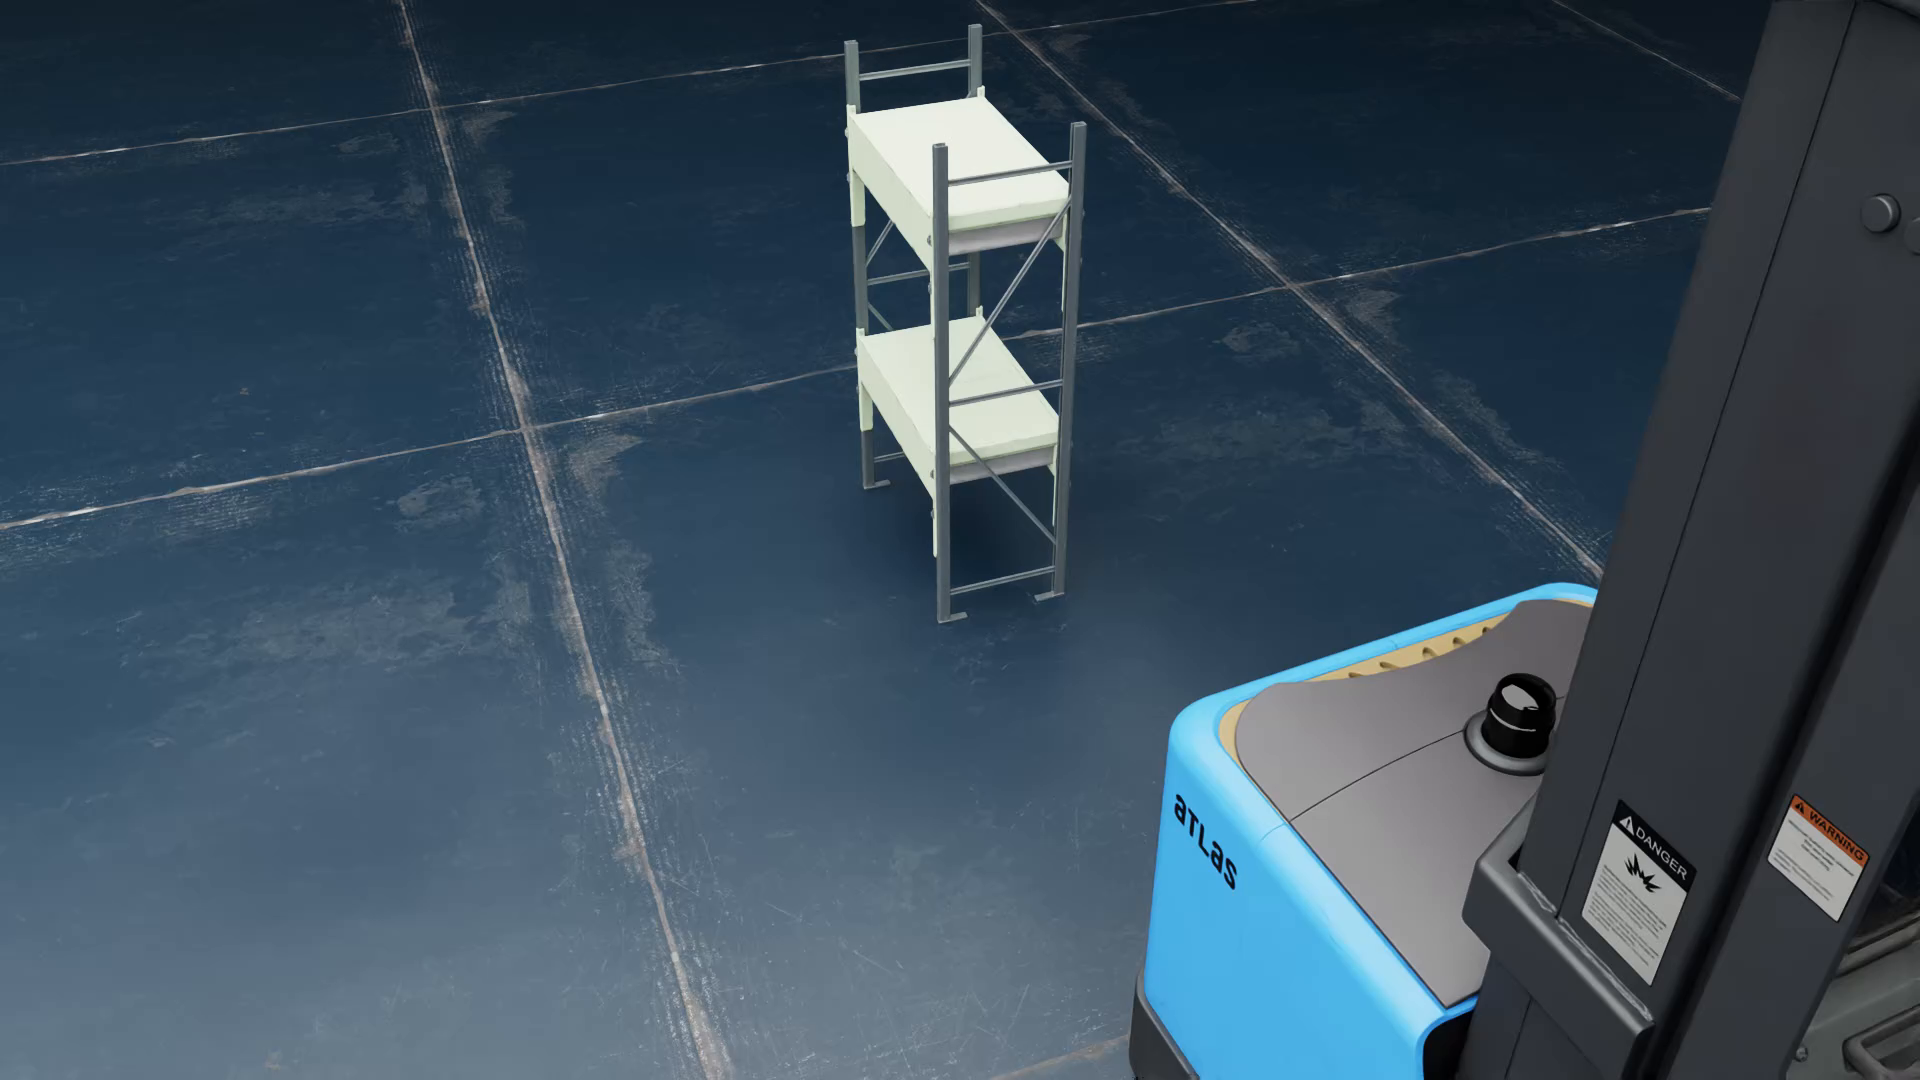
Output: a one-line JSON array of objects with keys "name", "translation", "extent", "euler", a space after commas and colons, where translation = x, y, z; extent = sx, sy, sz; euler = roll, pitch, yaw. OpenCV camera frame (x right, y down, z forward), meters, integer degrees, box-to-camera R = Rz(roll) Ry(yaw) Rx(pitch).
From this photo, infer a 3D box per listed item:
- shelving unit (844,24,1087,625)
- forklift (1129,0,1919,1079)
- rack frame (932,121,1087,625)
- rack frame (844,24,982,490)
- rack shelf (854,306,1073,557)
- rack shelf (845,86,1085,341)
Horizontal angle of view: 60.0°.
[{"name": "shelving unit", "translation": [-0.002, -0.603, 4.804], "extent": [0.431, 1.500, 0.755], "euler": [-12, 39, -16]}, {"name": "forklift", "translation": [1.446, 0.679, 1.913], "extent": [1.130, 2.935, 3.031], "euler": [-16, 40, -20]}, {"name": "rack frame", "translation": [0.124, -0.396, 4.529], "extent": [0.400, 1.500, 0.023], "euler": [-12, 39, -16]}, {"name": "rack frame", "translation": [-0.128, -0.810, 5.078], "extent": [0.400, 1.500, 0.023], "euler": [-12, 39, -16]}, {"name": "rack shelf", "translation": [-0.002, -0.342, 5.000], "extent": [0.431, 0.370, 0.720], "euler": [-12, 39, -16]}, {"name": "rack shelf", "translation": [-0.002, -0.915, 4.569], "extent": [0.431, 0.370, 0.720], "euler": [-12, 39, -16]}]
